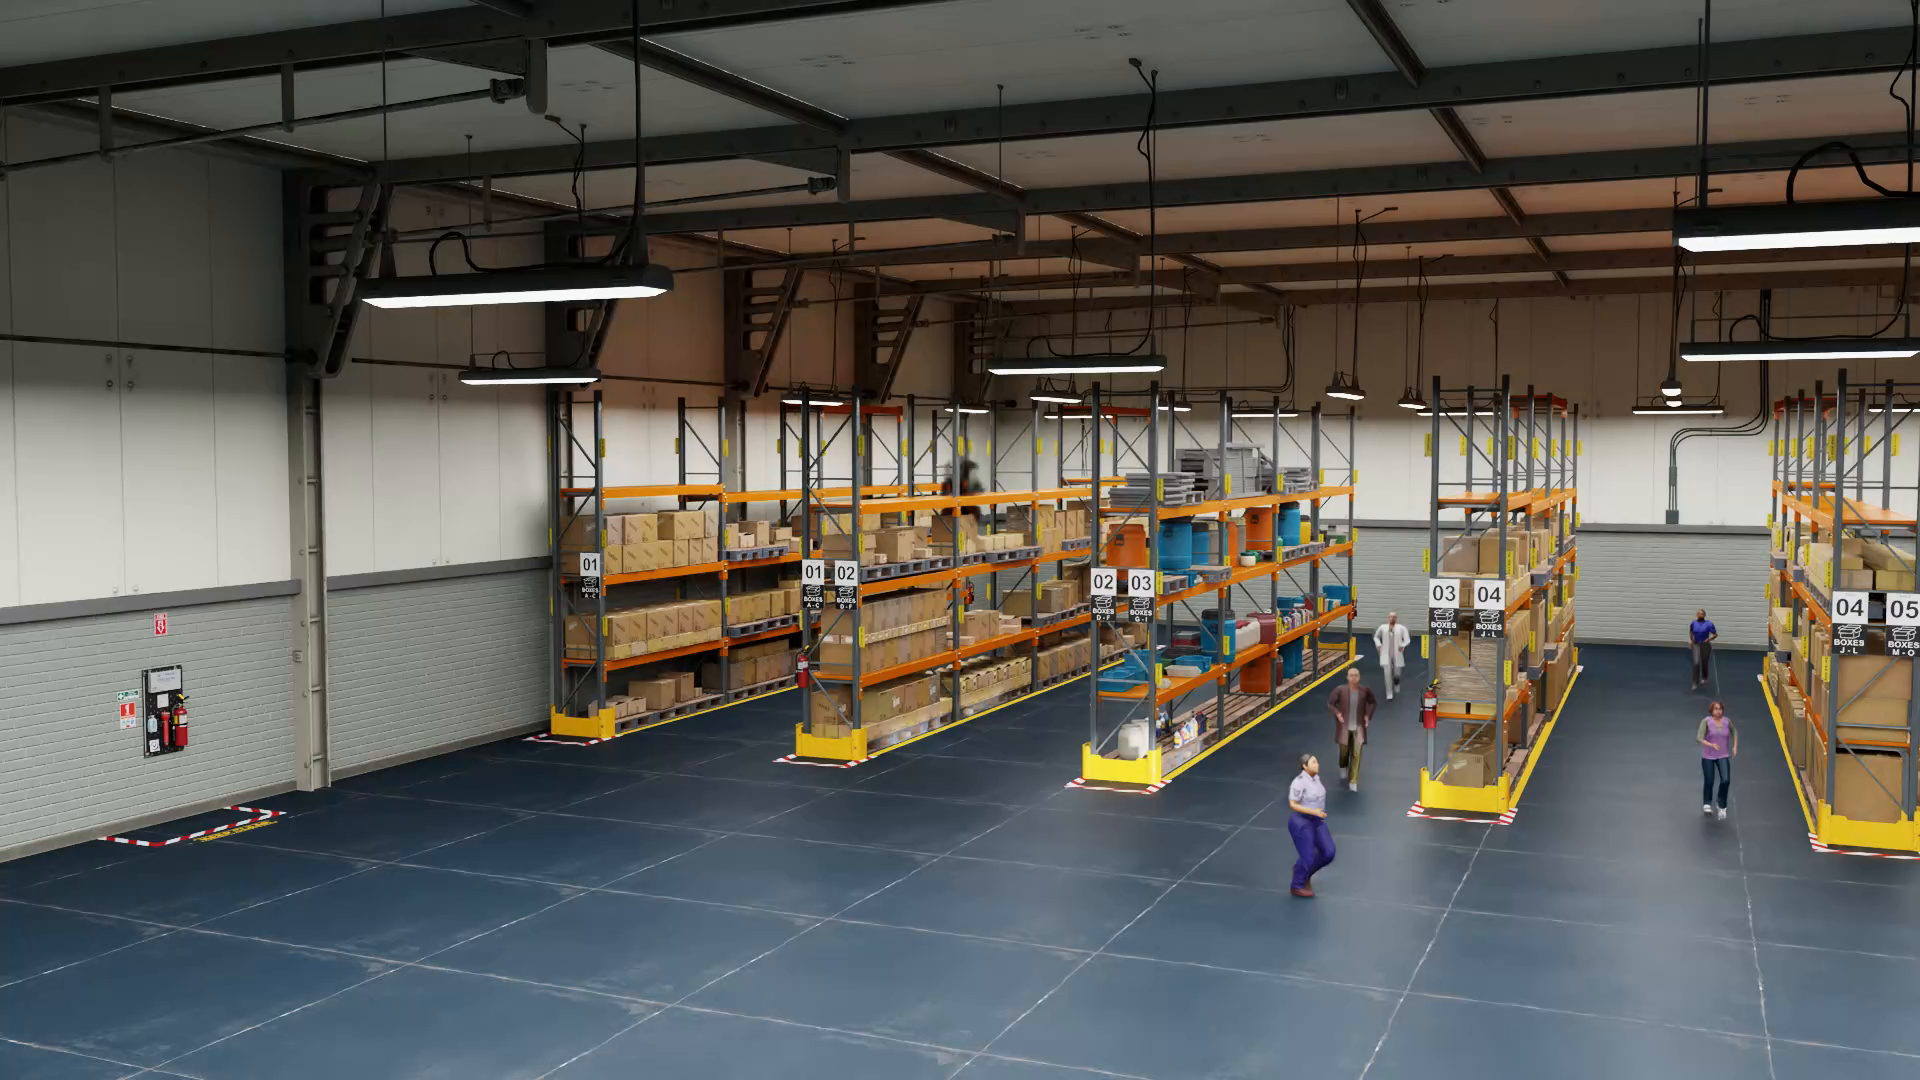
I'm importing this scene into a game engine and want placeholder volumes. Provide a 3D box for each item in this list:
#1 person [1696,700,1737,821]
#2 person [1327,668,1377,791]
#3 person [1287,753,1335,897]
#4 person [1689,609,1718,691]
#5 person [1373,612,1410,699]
[{"bbox_3d":[10.218,2.977,22.438,0.562,1.638,0.681,1,3,12],"label":"person"},{"bbox_3d":[5.769,2.757,24.470,0.725,1.757,0.913,0,3,8],"label":"person"},{"bbox_3d":[3.930,3.175,18.496,0.607,1.604,0.547,-3,4,-43],"label":"person"},{"bbox_3d":[15.452,2.267,34.582,0.564,1.680,0.804,2,4,31],"label":"person"},{"bbox_3d":[8.621,2.299,33.241,0.713,1.730,0.753,1,3,16],"label":"person"}]
